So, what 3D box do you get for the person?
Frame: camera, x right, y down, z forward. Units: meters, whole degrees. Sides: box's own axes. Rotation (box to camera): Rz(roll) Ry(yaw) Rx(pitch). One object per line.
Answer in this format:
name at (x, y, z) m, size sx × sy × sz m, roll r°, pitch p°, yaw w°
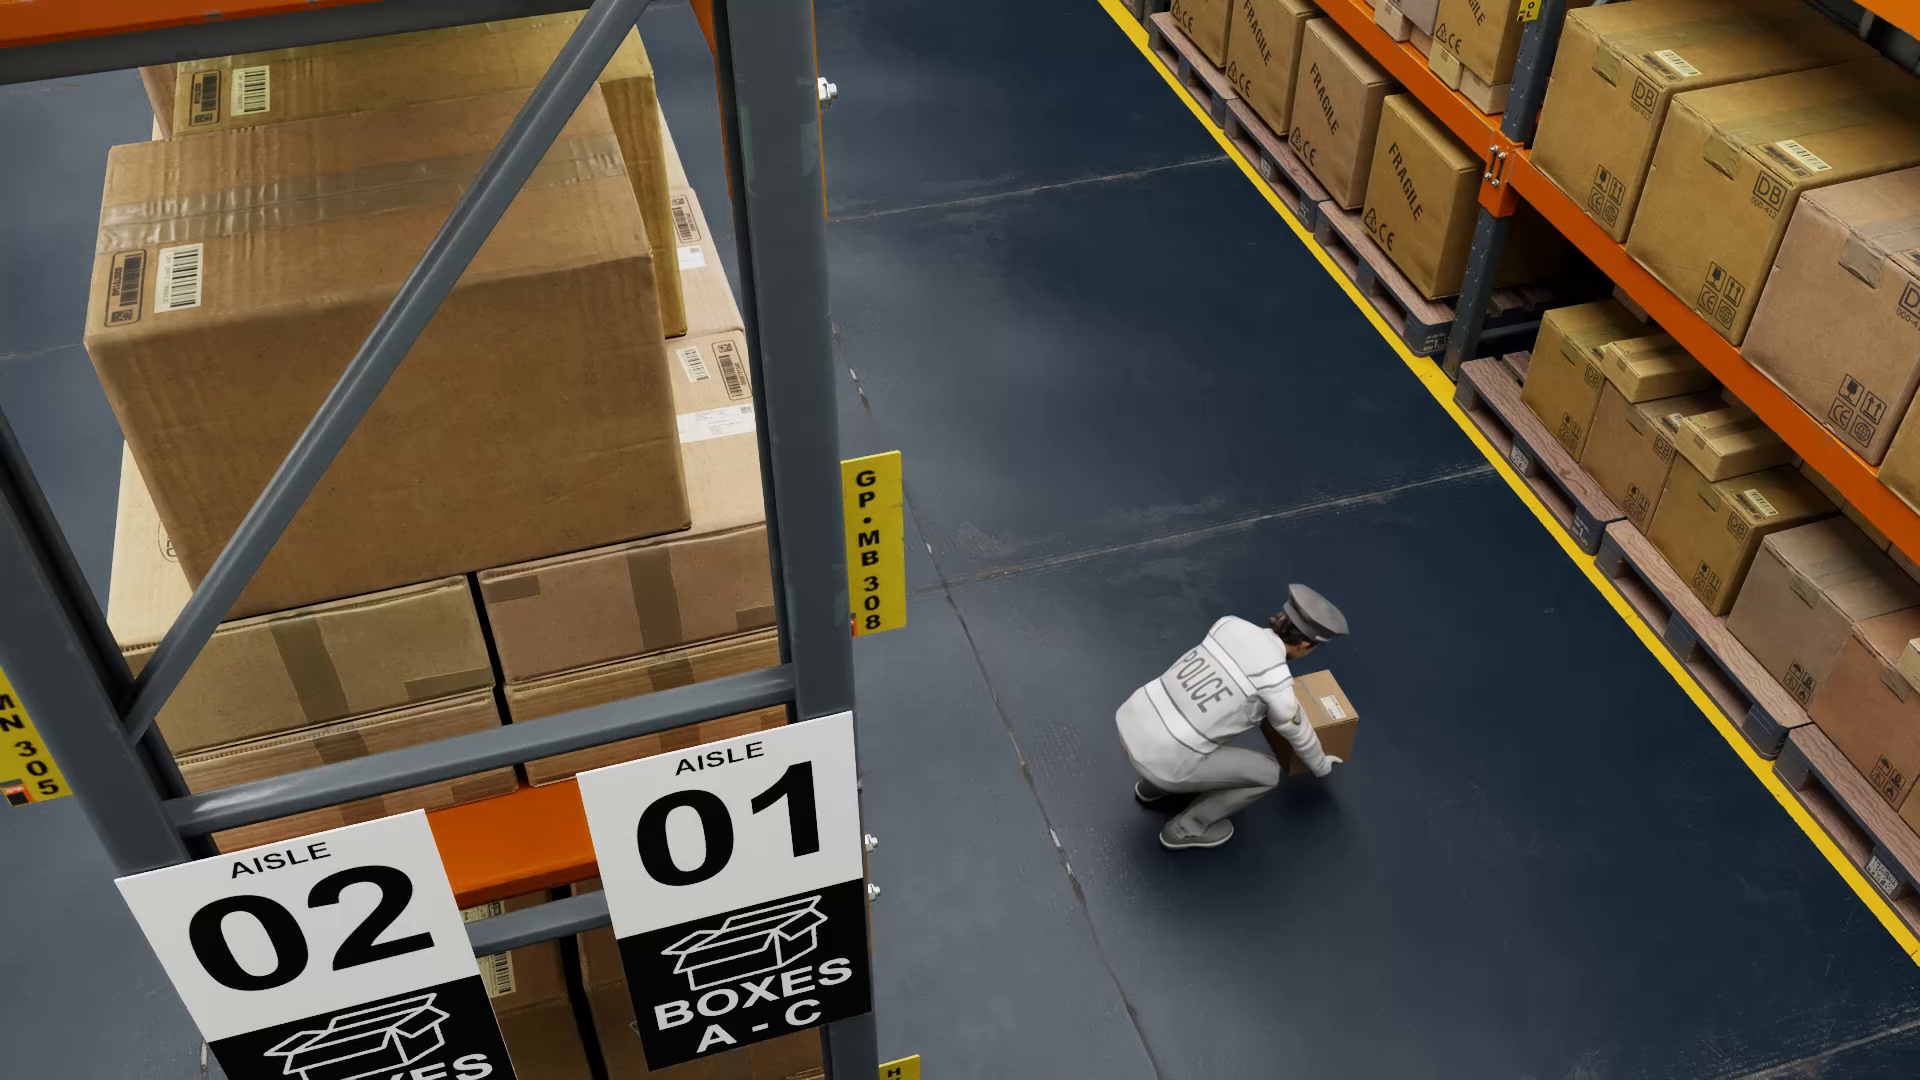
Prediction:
person at (0.975, 0.637, 5.982) m, size 0.853 × 0.981 × 0.464 m, roll -13°, pitch 44°, yaw -14°
